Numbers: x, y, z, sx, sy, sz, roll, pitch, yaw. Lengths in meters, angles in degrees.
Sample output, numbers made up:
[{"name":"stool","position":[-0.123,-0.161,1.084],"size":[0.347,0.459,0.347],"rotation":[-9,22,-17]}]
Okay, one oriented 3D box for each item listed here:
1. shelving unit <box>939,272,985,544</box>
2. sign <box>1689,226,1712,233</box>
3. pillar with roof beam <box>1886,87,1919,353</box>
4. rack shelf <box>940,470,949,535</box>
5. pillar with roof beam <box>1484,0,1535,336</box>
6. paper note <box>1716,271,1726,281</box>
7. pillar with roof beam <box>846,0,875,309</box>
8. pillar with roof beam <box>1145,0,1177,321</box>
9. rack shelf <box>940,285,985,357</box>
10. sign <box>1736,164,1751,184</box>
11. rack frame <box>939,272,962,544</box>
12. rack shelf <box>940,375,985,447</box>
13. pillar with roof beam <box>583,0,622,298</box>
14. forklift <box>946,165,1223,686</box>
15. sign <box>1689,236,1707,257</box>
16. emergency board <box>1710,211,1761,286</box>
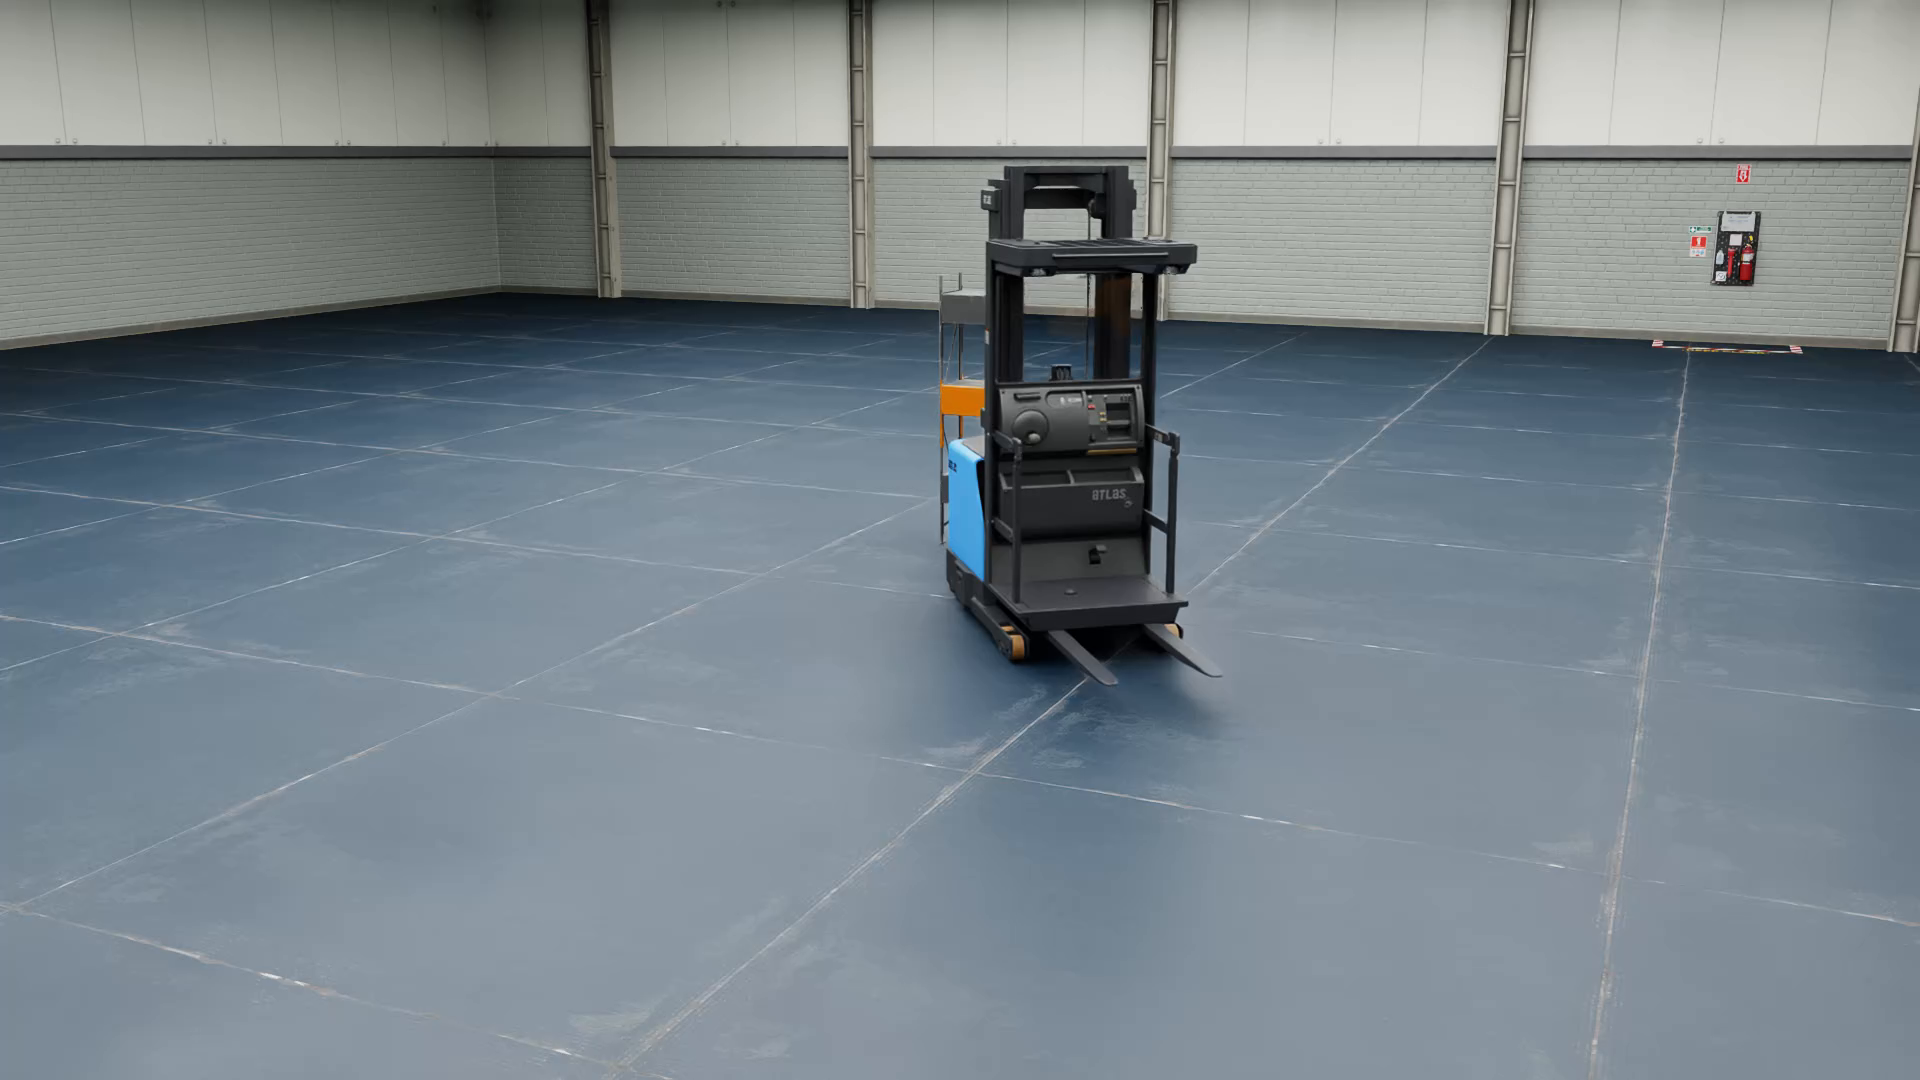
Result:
[{"name":"shelving unit","position":[0.151,-1.007,12.950],"size":[0.503,2.100,0.431],"rotation":[6,14,23]},{"name":"sign","position":[11.839,-4.960,26.589],"size":[0.331,0.109,0.001],"rotation":[6,14,23]},{"name":"pillar with roof beam","position":[12.802,-6.399,20.828],"size":[0.400,9.000,9.100],"rotation":[6,14,23]},{"name":"rack shelf","position":[0.151,-0.312,13.113],"size":[0.480,0.518,0.431],"rotation":[6,14,23]},{"name":"pillar with roof beam","position":[7.316,-6.954,23.194],"size":[0.400,9.000,9.100],"rotation":[6,14,23]},{"name":"paper note","position":[12.168,-4.216,26.585],"size":[0.142,0.148,0.016],"rotation":[6,14,23]},{"name":"pillar with roof beam","position":[-3.655,-8.065,27.926],"size":[0.400,9.000,9.100],"rotation":[6,14,23]},{"name":"pillar with roof beam","position":[1.831,-7.510,25.560],"size":[0.400,9.000,9.100],"rotation":[6,14,23]},{"name":"rack shelf","position":[0.151,-1.675,12.793],"size":[0.480,0.518,0.431],"rotation":[6,14,23]},{"name":"sign","position":[12.335,-5.764,26.180],"size":[0.199,0.298,0.001],"rotation":[6,14,23]},{"name":"rack frame","position":[-0.072,-1.029,13.046],"size":[0.015,2.100,0.400],"rotation":[6,14,23]},{"name":"rack shelf","position":[0.151,-0.994,12.953],"size":[0.480,0.518,0.431],"rotation":[6,14,23]},{"name":"pillar with roof beam","position":[-9.141,-8.620,30.292],"size":[0.400,9.000,9.100],"rotation":[6,14,23]},{"name":"forklift","position":[0.754,-0.784,10.180],"size":[1.130,2.935,3.031],"rotation":[-3,14,-13]},{"name":"sign","position":[11.838,-4.704,26.659],"size":[0.234,0.329,0.001],"rotation":[6,14,23]},{"name":"emergency board","position":[12.302,-4.614,26.353],"size":[0.643,1.169,0.194],"rotation":[6,14,23]}]
